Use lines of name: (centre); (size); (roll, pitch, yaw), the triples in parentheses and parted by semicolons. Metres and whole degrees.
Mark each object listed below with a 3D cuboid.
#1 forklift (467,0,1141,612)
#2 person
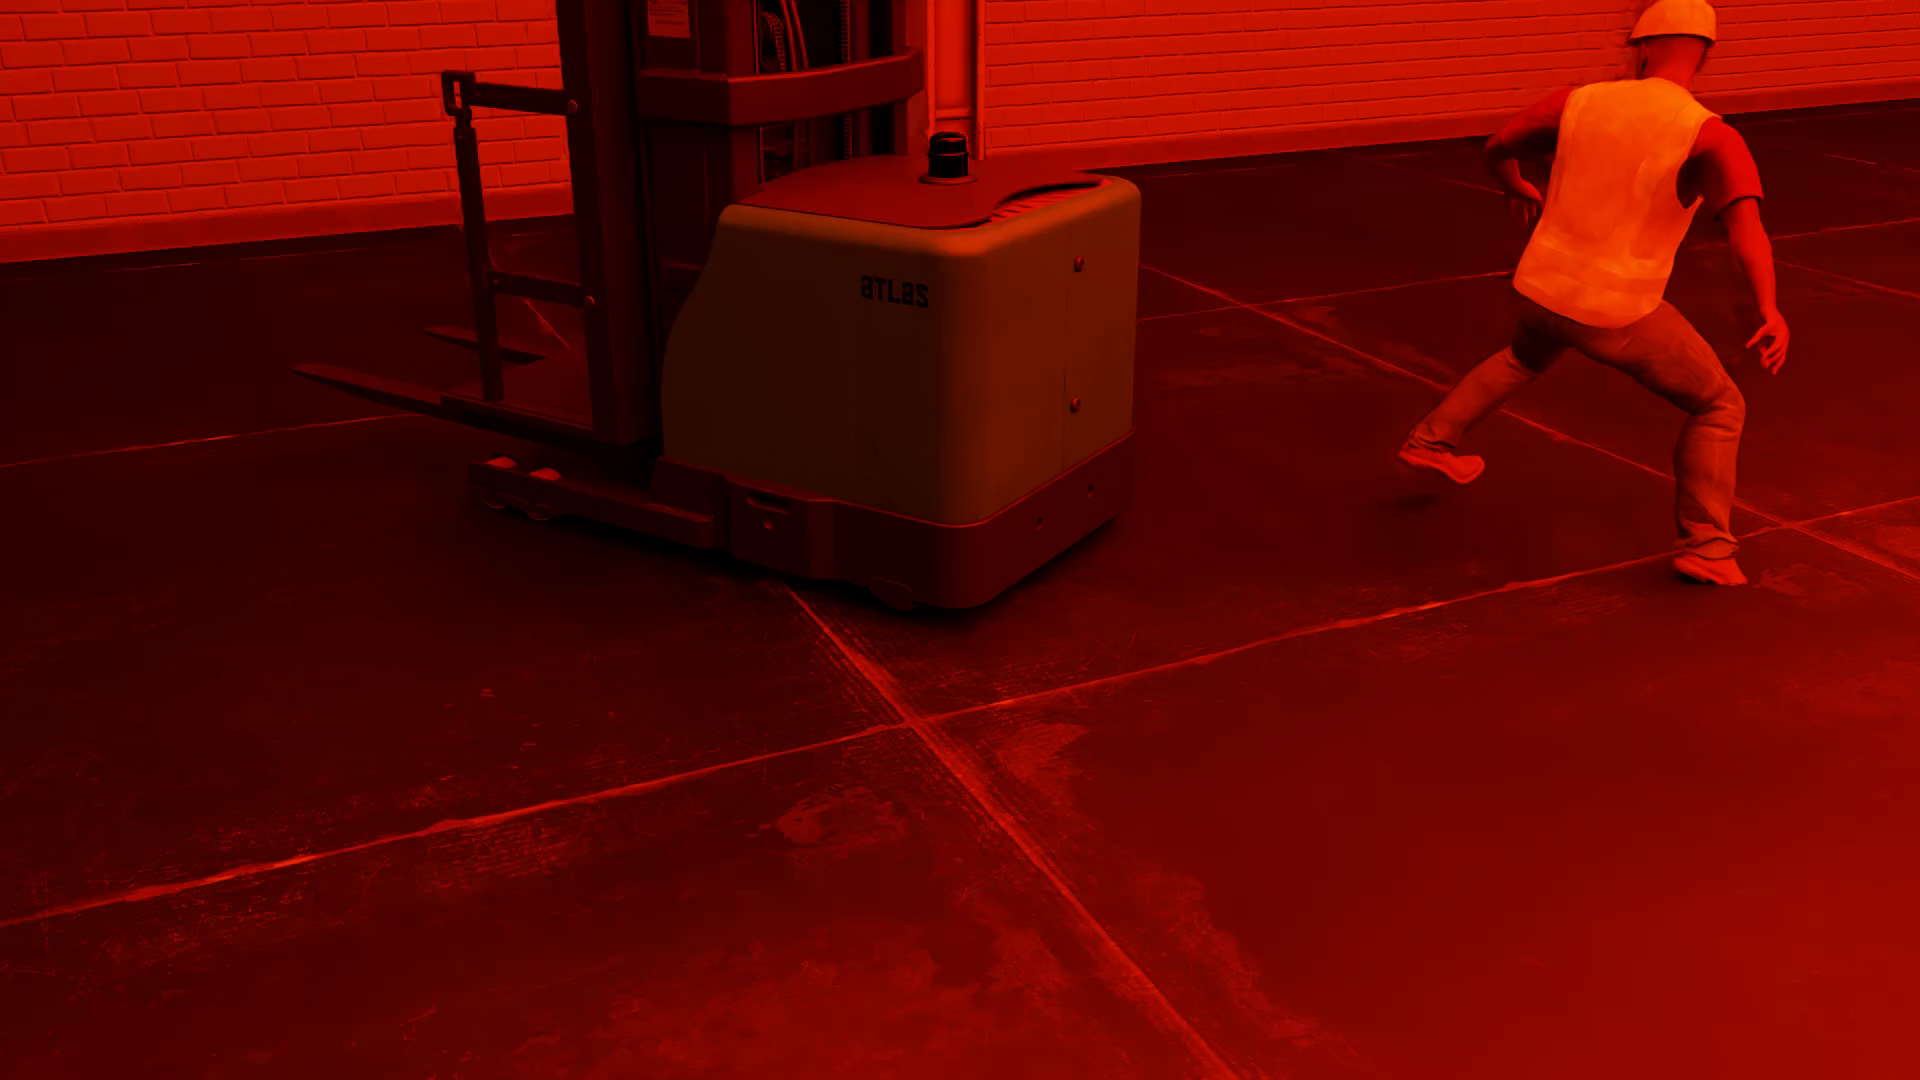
forklift: (-0.514, -1.414, 4.806); (1.939, 2.843, 1.129); (14, 26, 30)
person: (1.918, -0.682, 4.768); (0.551, 1.686, 1.223); (-12, 26, -27)
